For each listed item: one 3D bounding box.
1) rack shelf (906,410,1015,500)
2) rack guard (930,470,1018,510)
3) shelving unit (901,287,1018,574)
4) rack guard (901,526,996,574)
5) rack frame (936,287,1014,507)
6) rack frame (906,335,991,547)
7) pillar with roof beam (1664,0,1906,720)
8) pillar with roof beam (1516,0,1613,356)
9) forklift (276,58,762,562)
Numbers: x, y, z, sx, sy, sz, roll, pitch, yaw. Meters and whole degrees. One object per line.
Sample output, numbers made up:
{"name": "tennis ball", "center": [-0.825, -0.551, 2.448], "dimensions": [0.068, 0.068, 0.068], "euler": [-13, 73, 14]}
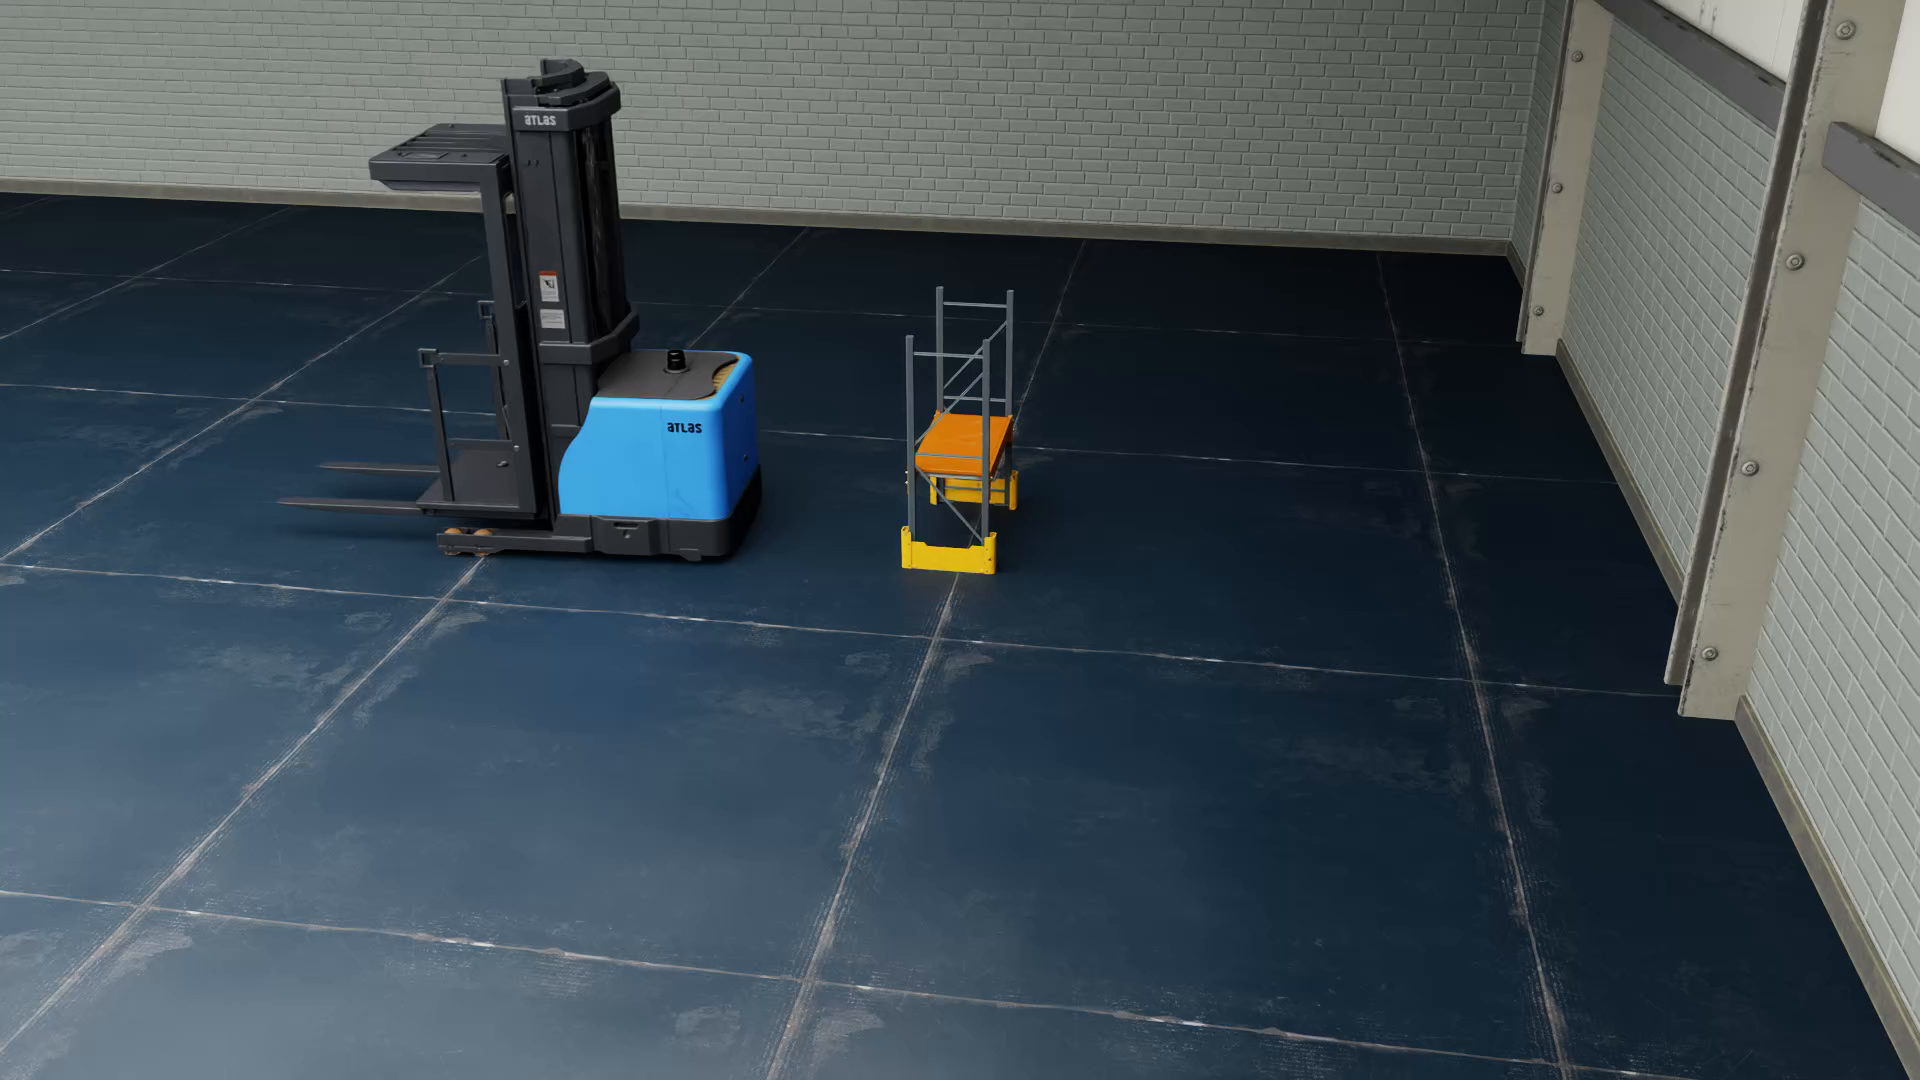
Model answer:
{"name": "rack shelf", "center": [0.014, -0.552, 10.585], "dimensions": [0.538, 0.185, 1.000], "euler": [4, 25, 9]}
{"name": "rack guard", "center": [0.094, -0.353, 11.210], "dimensions": [0.587, 0.250, 0.087], "euler": [4, 25, 9]}
{"name": "shelving unit", "center": [0.012, -0.711, 10.500], "dimensions": [0.587, 1.500, 1.083], "euler": [4, 25, 9]}
{"name": "rack guard", "center": [-0.069, 0.063, 10.320], "dimensions": [0.587, 0.250, 0.087], "euler": [4, 25, 9]}
{"name": "rack frame", "center": [0.097, -0.928, 10.962], "dimensions": [0.500, 1.500, 0.032], "euler": [4, 25, 9]}
{"name": "rack frame", "center": [-0.069, -0.502, 10.054], "dimensions": [0.500, 1.500, 0.032], "euler": [4, 25, 9]}
{"name": "pillar with roof beam", "center": [-0.267, -3.519, 7.653], "dimensions": [9.100, 9.000, 0.400], "euler": [4, 25, 9]}
{"name": "pillar with roof beam", "center": [0.713, -6.028, 13.014], "dimensions": [9.100, 9.000, 0.400], "euler": [4, 25, 9]}
{"name": "forklift", "center": [-2.884, -1.443, 10.375], "dimensions": [3.031, 2.935, 1.130], "euler": [2, 25, 5]}
